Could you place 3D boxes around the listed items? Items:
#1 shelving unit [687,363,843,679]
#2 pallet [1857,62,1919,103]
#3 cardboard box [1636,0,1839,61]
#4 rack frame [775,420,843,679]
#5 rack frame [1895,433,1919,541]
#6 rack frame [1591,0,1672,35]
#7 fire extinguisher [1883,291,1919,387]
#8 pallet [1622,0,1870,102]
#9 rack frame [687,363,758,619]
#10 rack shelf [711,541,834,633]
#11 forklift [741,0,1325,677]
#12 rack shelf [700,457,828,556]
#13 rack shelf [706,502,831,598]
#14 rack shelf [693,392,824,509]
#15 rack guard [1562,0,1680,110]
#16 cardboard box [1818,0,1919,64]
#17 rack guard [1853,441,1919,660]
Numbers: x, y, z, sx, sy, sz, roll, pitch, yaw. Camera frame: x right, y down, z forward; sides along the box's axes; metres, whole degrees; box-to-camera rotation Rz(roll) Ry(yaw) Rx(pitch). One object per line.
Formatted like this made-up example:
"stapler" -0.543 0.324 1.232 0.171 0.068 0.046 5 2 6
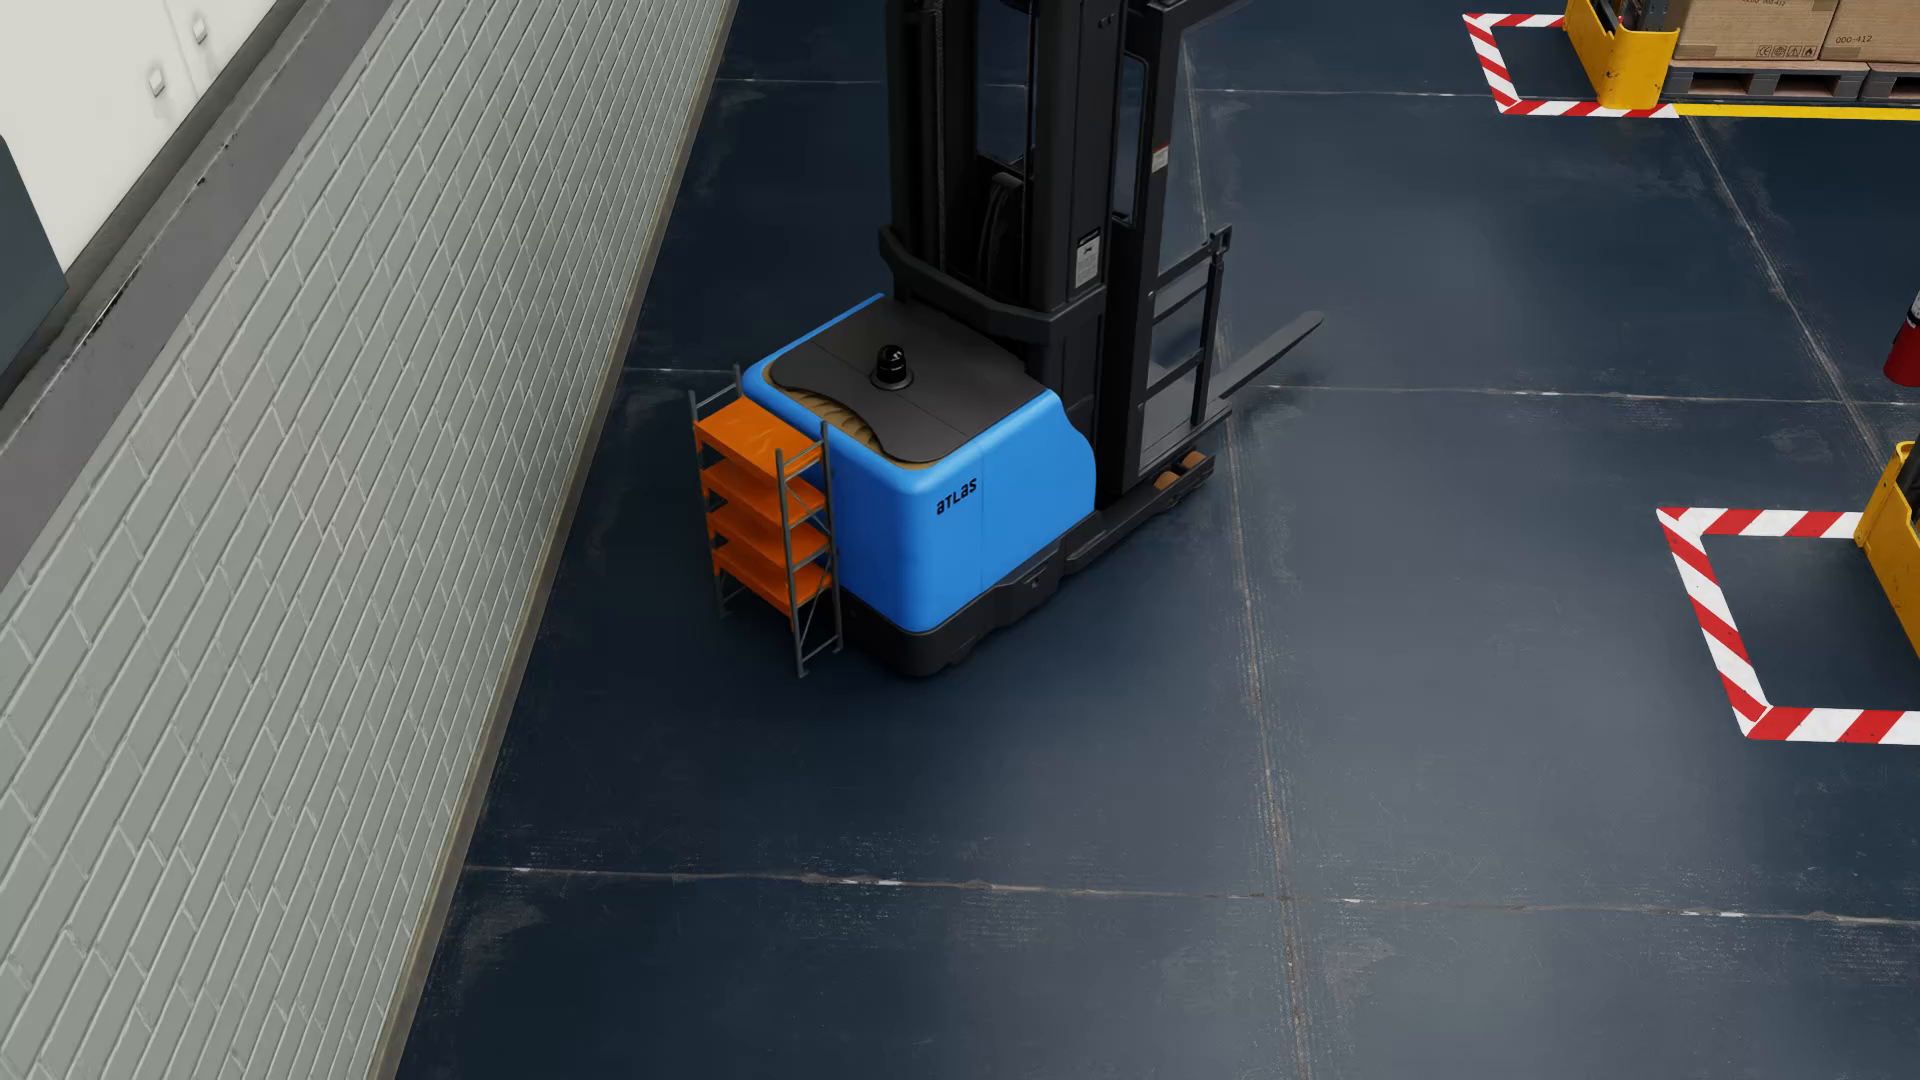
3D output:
"shelving unit" -0.746 -0.053 6.511 0.503 1.200 0.258 33 52 30
"pallet" 6.161 -3.093 10.500 1.213 0.211 1.003 2 43 2
"cardboard box" 4.807 -3.388 10.343 0.875 0.438 0.875 0 43 0
"rack frame" -0.570 0.063 6.388 0.015 1.200 0.240 33 52 30
"rack frame" 4.021 -0.750 5.940 0.127 3.000 1.000 2 43 2
"rack frame" 4.143 -4.124 9.561 0.127 3.000 1.000 2 43 2
"fire extinguisher" 3.790 -0.907 6.439 0.183 0.674 0.296 2 43 2
"pallet" 4.945 -3.132 10.543 1.213 0.211 1.003 2 43 2
"rack frame" -0.922 -0.168 6.635 0.015 1.200 0.240 33 52 30
"rack shelf" -0.746 0.141 6.693 0.480 0.148 0.258 33 52 30
"forklift" 0.512 -1.435 6.725 1.130 2.935 3.031 33 52 30
"rack shelf" -0.746 -0.167 6.405 0.480 0.148 0.258 33 52 30
"rack shelf" -0.746 -0.004 6.557 0.480 0.148 0.258 33 52 30
"rack shelf" -0.747 -0.340 6.243 0.480 0.148 0.258 33 52 30
"rack guard" 4.119 -3.210 10.414 0.348 0.500 1.175 2 43 2
"cardboard box" 5.721 -3.365 10.319 0.875 0.438 0.875 3 43 3
"rack guard" 4.097 0.167 6.789 0.348 0.500 1.175 2 43 2
